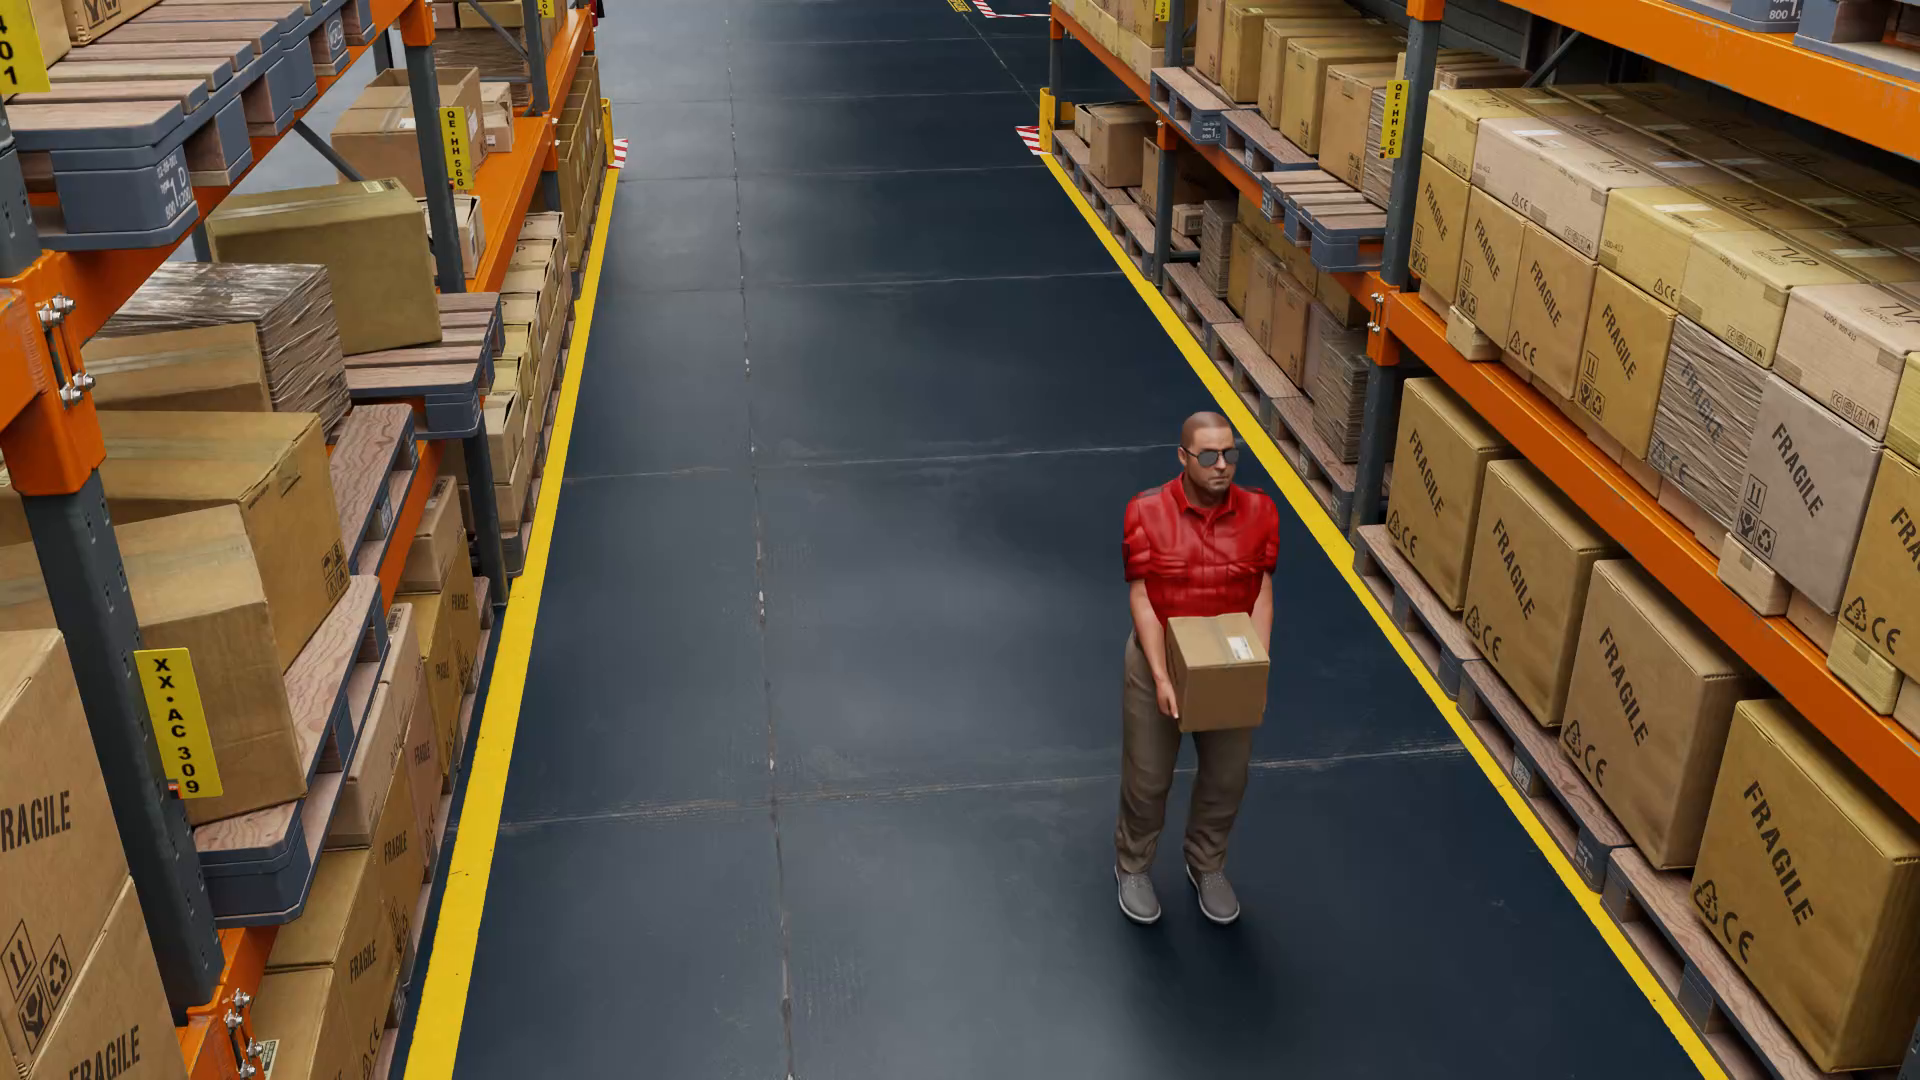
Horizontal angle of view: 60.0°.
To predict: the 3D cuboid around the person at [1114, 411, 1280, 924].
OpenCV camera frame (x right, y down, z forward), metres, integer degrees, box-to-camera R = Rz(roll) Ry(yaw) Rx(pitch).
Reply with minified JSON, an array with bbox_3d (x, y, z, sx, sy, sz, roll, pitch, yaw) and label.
[{"bbox_3d":[0.762,0.458,5.249,0.493,1.712,0.531,-3,27,-7],"label":"person"}]
